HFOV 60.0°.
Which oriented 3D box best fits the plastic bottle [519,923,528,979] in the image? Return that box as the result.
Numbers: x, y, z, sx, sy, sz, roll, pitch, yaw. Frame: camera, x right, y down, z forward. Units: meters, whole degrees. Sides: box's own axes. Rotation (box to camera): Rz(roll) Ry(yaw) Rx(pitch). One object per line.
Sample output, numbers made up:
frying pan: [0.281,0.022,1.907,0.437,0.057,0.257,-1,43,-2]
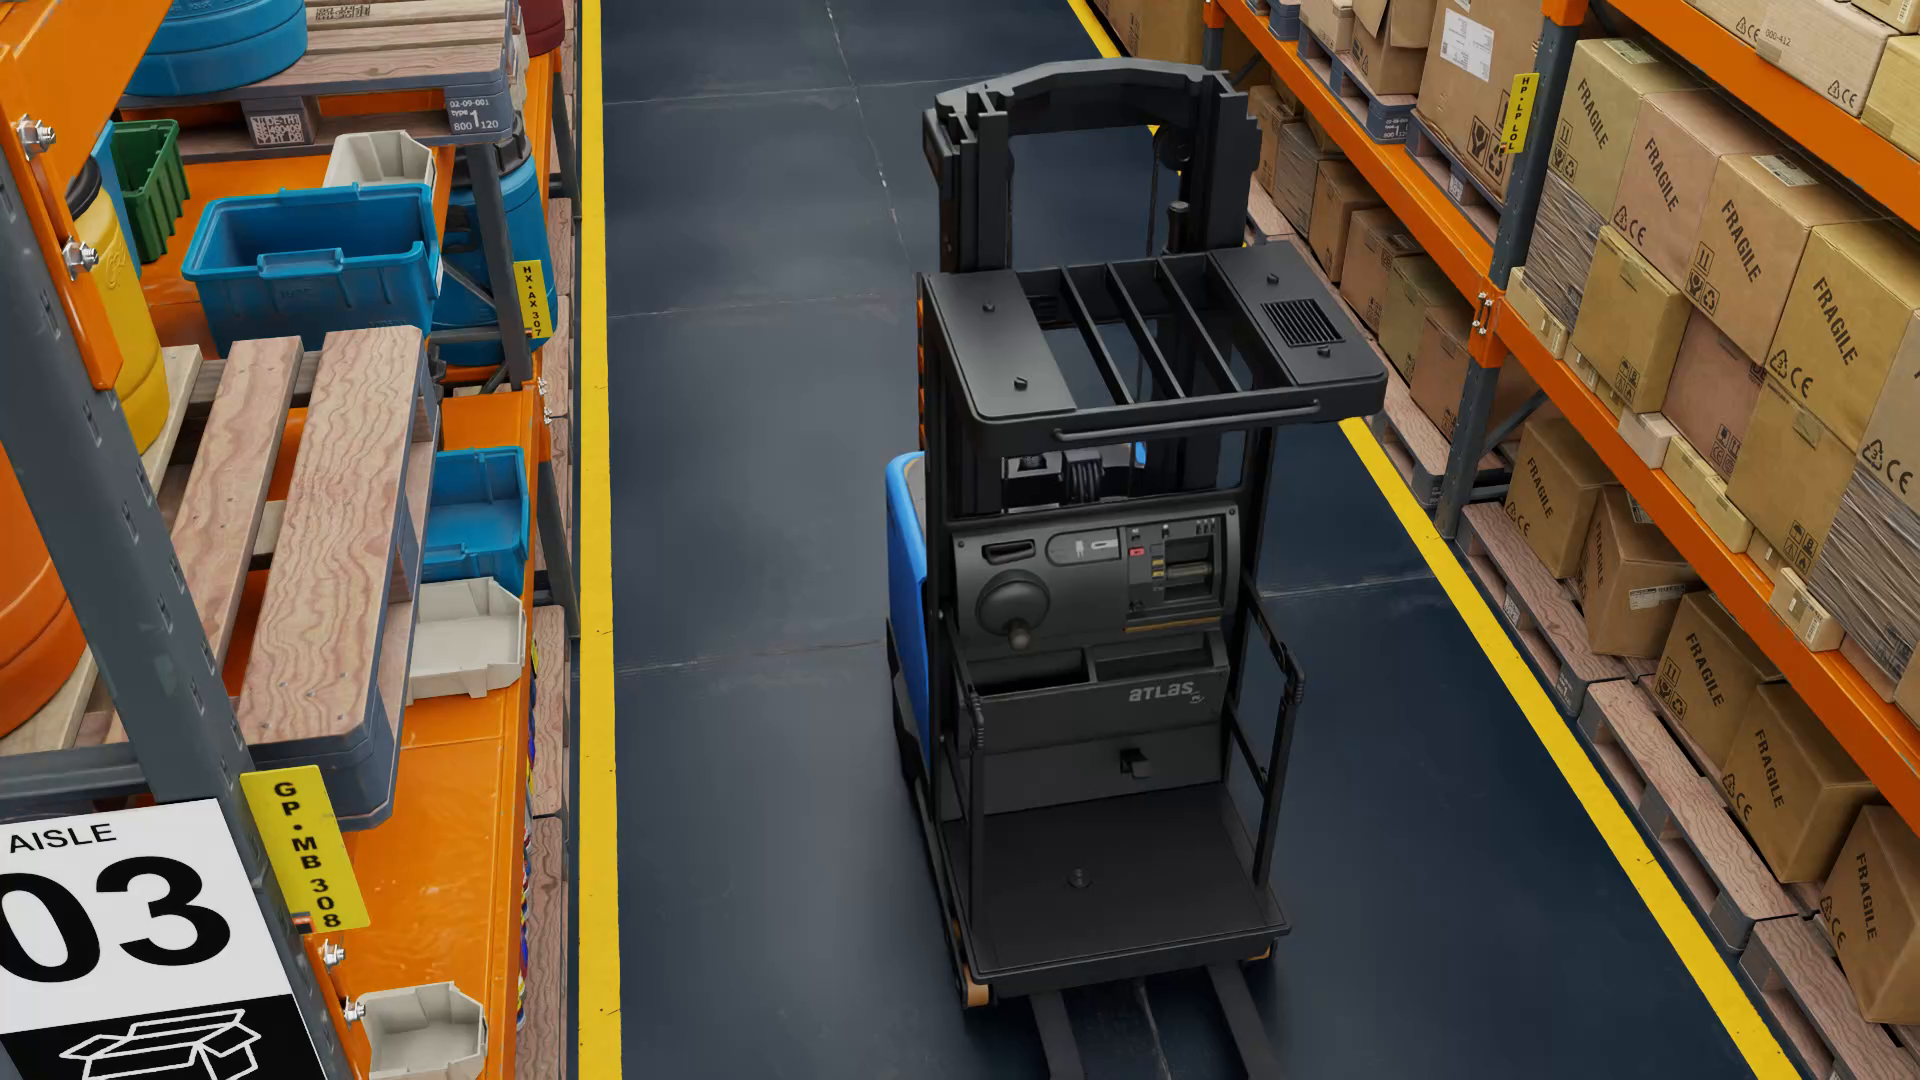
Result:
plastic bottle: [-1.476,1.309,5.475,0.061,0.283,0.133,-6,38,-7]

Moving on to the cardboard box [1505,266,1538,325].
cardboard box: [2.474,-1.010,6.810,0.380,0.149,0.250,-6,38,-8]

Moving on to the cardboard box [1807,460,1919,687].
cardboard box: [3.113,0.057,4.908,0.875,0.500,0.500,-6,38,-8]

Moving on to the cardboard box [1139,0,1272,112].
cardboard box: [1.930,-3.433,11.114,1.225,0.875,0.875,-8,39,-10]

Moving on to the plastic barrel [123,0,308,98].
plastic barrel: [-2.075,-1.674,4.264,0.600,0.901,0.708,-6,38,-8]

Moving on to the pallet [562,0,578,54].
pallet: [-3.452,-3.999,12.725,1.003,0.211,1.213,-6,38,-8]

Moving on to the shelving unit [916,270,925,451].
shelving unit: [-0.029,-0.574,7.511,0.258,1.200,0.503,-6,38,-8]

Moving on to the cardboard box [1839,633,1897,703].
cardboard box: [2.945,0.341,5.071,0.380,0.149,0.250,-6,38,-8]

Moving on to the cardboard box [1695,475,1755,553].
cardboard box: [2.750,-0.105,5.645,0.380,0.149,0.250,-6,38,-8]

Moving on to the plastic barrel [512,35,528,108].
plastic barrel: [-2.381,-2.346,8.234,0.421,0.512,0.421,0,38,0]

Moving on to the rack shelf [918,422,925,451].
rack shelf: [-0.029,-0.364,7.674,0.258,0.148,0.480,-6,38,-8]

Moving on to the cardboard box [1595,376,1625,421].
cardboard box: [2.629,-0.559,6.230,0.380,0.149,0.250,-6,38,-8]

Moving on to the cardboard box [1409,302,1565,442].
cardboard box: [2.646,-0.831,8.054,0.700,0.500,0.500,-9,39,-11]

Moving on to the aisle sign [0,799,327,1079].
aisle sign: [-1.142,0.663,2.333,0.394,0.787,0.004,-6,38,-8]

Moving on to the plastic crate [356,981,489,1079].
plastic crate: [-1.283,1.206,3.967,0.298,0.136,0.250,-6,38,-8]

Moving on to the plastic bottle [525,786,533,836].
plastic bottle: [-1.633,0.931,5.968,0.152,0.276,0.135,-6,38,-7]

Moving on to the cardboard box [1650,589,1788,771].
cardboard box: [3.057,0.508,6.347,0.500,0.500,0.500,-9,39,-12]

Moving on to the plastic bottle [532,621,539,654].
plastic bottle: [-1.774,0.378,6.740,0.097,0.201,0.097,0,38,0]

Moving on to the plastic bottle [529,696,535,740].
plastic bottle: [-1.714,0.608,6.323,0.144,0.351,0.185,-8,39,-10]

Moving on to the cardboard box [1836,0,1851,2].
cardboard box: [2.672,-1.691,4.834,0.380,0.149,0.250,-7,38,-9]

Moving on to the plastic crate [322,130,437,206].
plastic crate: [-1.465,-0.893,4.224,0.243,0.136,0.396,-6,38,-8]

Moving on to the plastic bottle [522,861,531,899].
plastic bottle: [-1.549,1.153,5.743,0.097,0.201,0.097,0,38,0]

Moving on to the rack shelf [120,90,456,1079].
rack shelf: [-1.794,-0.431,4.001,1.077,0.370,4.000,-6,38,-8]

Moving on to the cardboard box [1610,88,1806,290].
cardboard box: [2.650,-1.222,5.739,0.500,0.500,0.500,-6,38,-8]

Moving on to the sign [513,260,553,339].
sign: [-1.601,-0.900,6.238,0.100,0.325,0.005,-6,38,-8]

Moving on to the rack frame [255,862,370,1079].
rack frame: [-1.443,1.677,3.146,1.000,3.000,0.127,-6,38,-8]

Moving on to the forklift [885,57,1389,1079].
forklift: [0.484,0.187,5.120,1.130,2.935,3.031,-7,38,-9]

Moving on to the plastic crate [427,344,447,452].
plastic crate: [-2.178,-0.384,5.850,0.767,0.338,0.504,-6,38,-8]

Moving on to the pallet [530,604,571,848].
pallet: [-2.067,0.773,6.583,1.003,0.211,1.213,-6,38,-8]

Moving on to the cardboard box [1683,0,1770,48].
cardboard box: [2.657,-1.778,5.271,0.500,0.250,0.500,-7,38,-8]

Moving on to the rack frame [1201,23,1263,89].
rack frame: [2.031,-3.687,10.051,1.000,3.000,0.127,-6,38,-8]

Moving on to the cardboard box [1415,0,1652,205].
cardboard box: [2.731,-2.169,7.266,1.000,1.000,1.000,-6,38,-8]

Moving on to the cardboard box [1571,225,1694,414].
cardboard box: [2.803,-0.844,6.067,0.875,0.500,0.500,-6,38,-8]

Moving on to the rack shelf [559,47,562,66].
rack shelf: [-3.196,-4.078,11.141,1.077,0.370,4.000,-6,38,-8]

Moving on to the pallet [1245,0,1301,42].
pallet: [2.261,-3.193,9.571,1.213,0.211,1.003,-6,38,-8]

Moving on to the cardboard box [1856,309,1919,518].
cardboard box: [2.915,-0.316,4.573,0.500,0.500,0.500,-6,38,-8]

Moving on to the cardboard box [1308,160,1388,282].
cardboard box: [2.384,-1.796,9.296,0.700,0.500,0.500,-3,38,-4]

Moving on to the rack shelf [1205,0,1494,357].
rack shelf: [2.381,-2.195,8.717,1.077,0.370,4.000,-6,38,-8]

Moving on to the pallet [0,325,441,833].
pallet: [-1.492,0.057,2.940,1.003,0.211,1.213,-6,38,-8]

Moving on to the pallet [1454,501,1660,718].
pallet: [2.885,0.232,7.280,1.003,0.211,1.213,-6,38,-8]

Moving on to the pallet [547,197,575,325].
pallet: [-2.748,-1.581,9.613,1.003,0.211,1.213,-6,38,-8]

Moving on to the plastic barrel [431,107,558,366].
plastic barrel: [-1.914,-1.202,6.444,0.600,0.901,0.708,-6,38,-8]
